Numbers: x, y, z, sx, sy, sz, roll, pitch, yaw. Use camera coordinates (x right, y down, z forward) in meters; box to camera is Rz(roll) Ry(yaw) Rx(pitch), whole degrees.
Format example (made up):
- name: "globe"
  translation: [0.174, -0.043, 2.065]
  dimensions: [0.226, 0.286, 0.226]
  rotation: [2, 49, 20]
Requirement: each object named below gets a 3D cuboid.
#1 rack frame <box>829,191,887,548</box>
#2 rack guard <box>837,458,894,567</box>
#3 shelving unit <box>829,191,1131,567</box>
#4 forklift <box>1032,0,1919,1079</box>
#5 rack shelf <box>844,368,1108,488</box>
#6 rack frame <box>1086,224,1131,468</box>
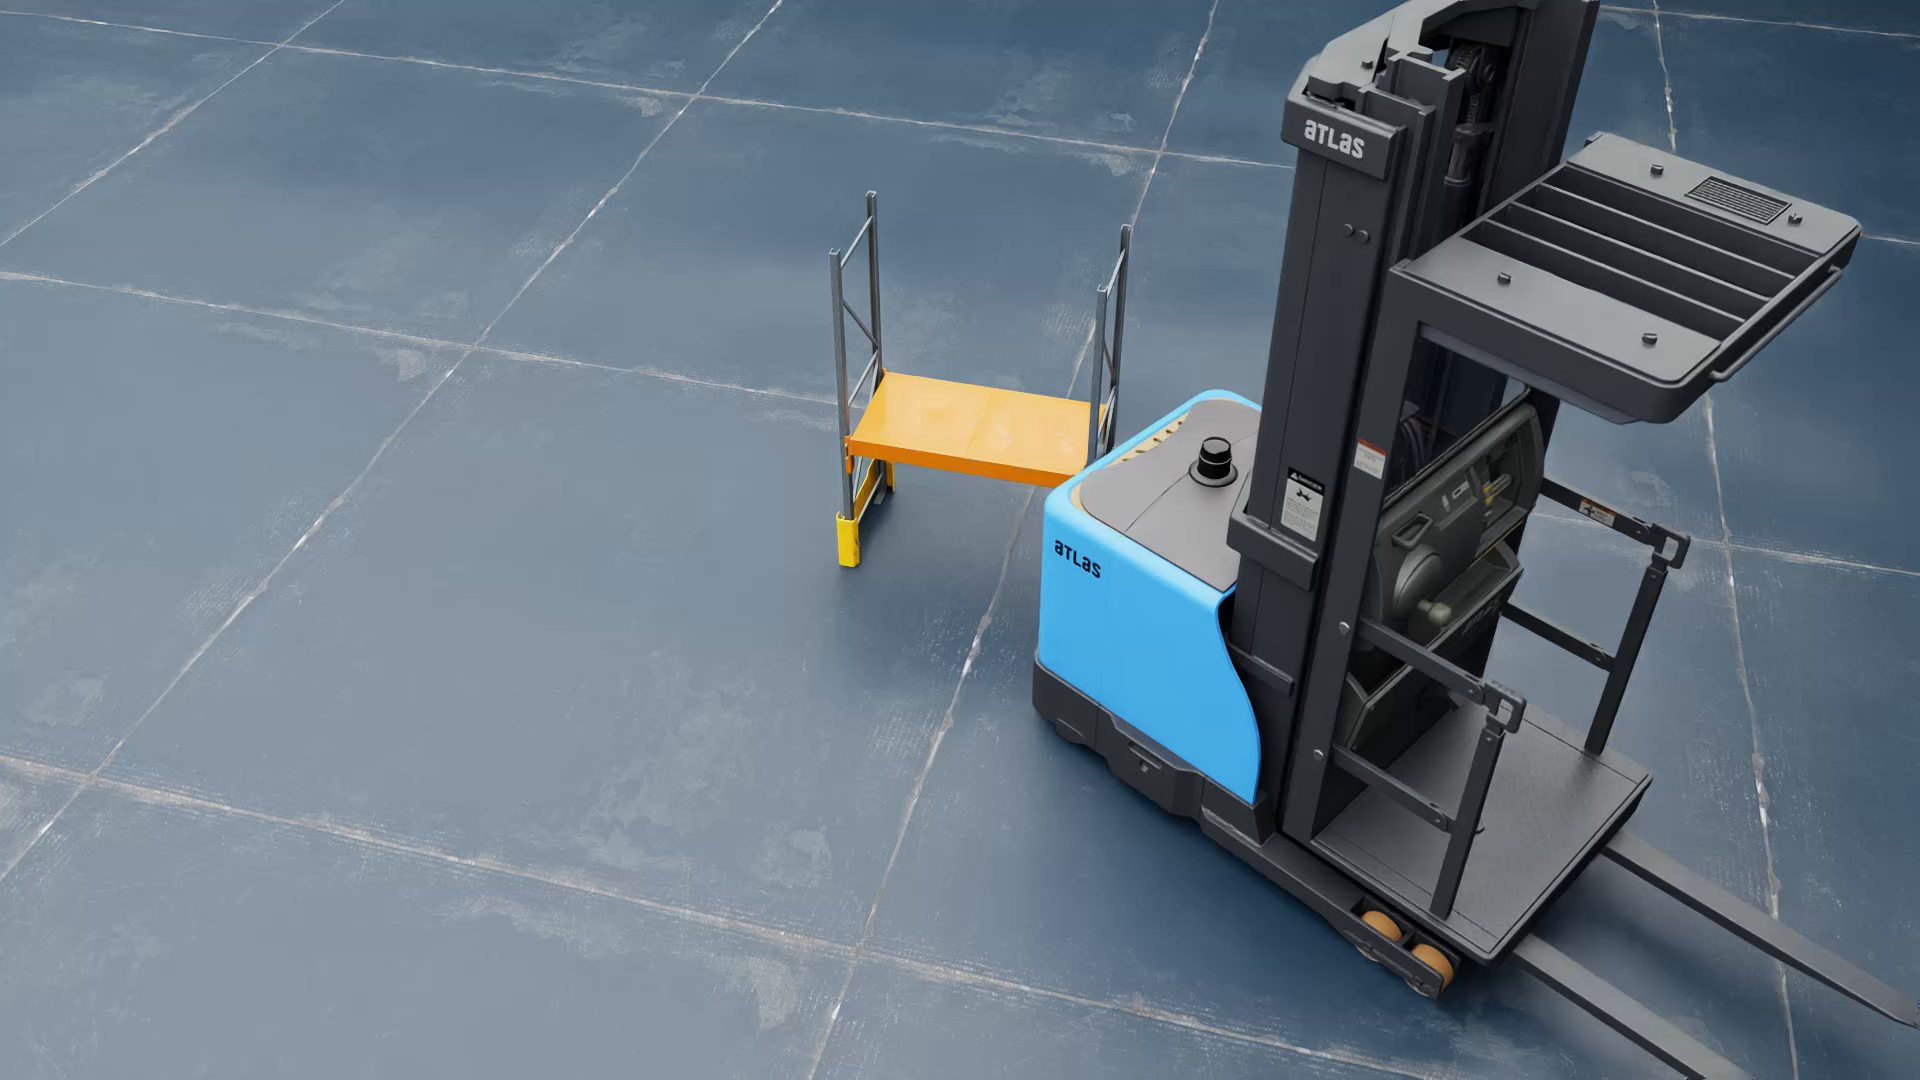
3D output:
- name: "rack frame"
  translation: [-0.409, -0.645, 6.851]
  dimensions: [0.032, 1.500, 0.500]
  rotation: [10, 41, 11]
- name: "rack guard"
  translation: [-0.407, -0.166, 7.253]
  dimensions: [0.087, 0.250, 0.587]
  rotation: [10, 41, 11]
- name: "shelving unit"
  translation: [0.074, -0.562, 6.753]
  dimensions: [1.083, 1.500, 0.587]
  rotation: [10, 41, 11]
- name: "forklift"
  translation: [1.680, -0.008, 4.980]
  dimensions: [3.031, 2.935, 1.130]
  rotation: [32, 50, 33]
- name: "rack shelf"
  translation: [0.082, -0.422, 6.866]
  dimensions: [1.000, 0.185, 0.538]
  rotation: [10, 41, 11]
- name: "rack frame"
  translation: [0.573, -0.476, 6.650]
  dimensions: [0.032, 1.500, 0.500]
  rotation: [10, 41, 11]
